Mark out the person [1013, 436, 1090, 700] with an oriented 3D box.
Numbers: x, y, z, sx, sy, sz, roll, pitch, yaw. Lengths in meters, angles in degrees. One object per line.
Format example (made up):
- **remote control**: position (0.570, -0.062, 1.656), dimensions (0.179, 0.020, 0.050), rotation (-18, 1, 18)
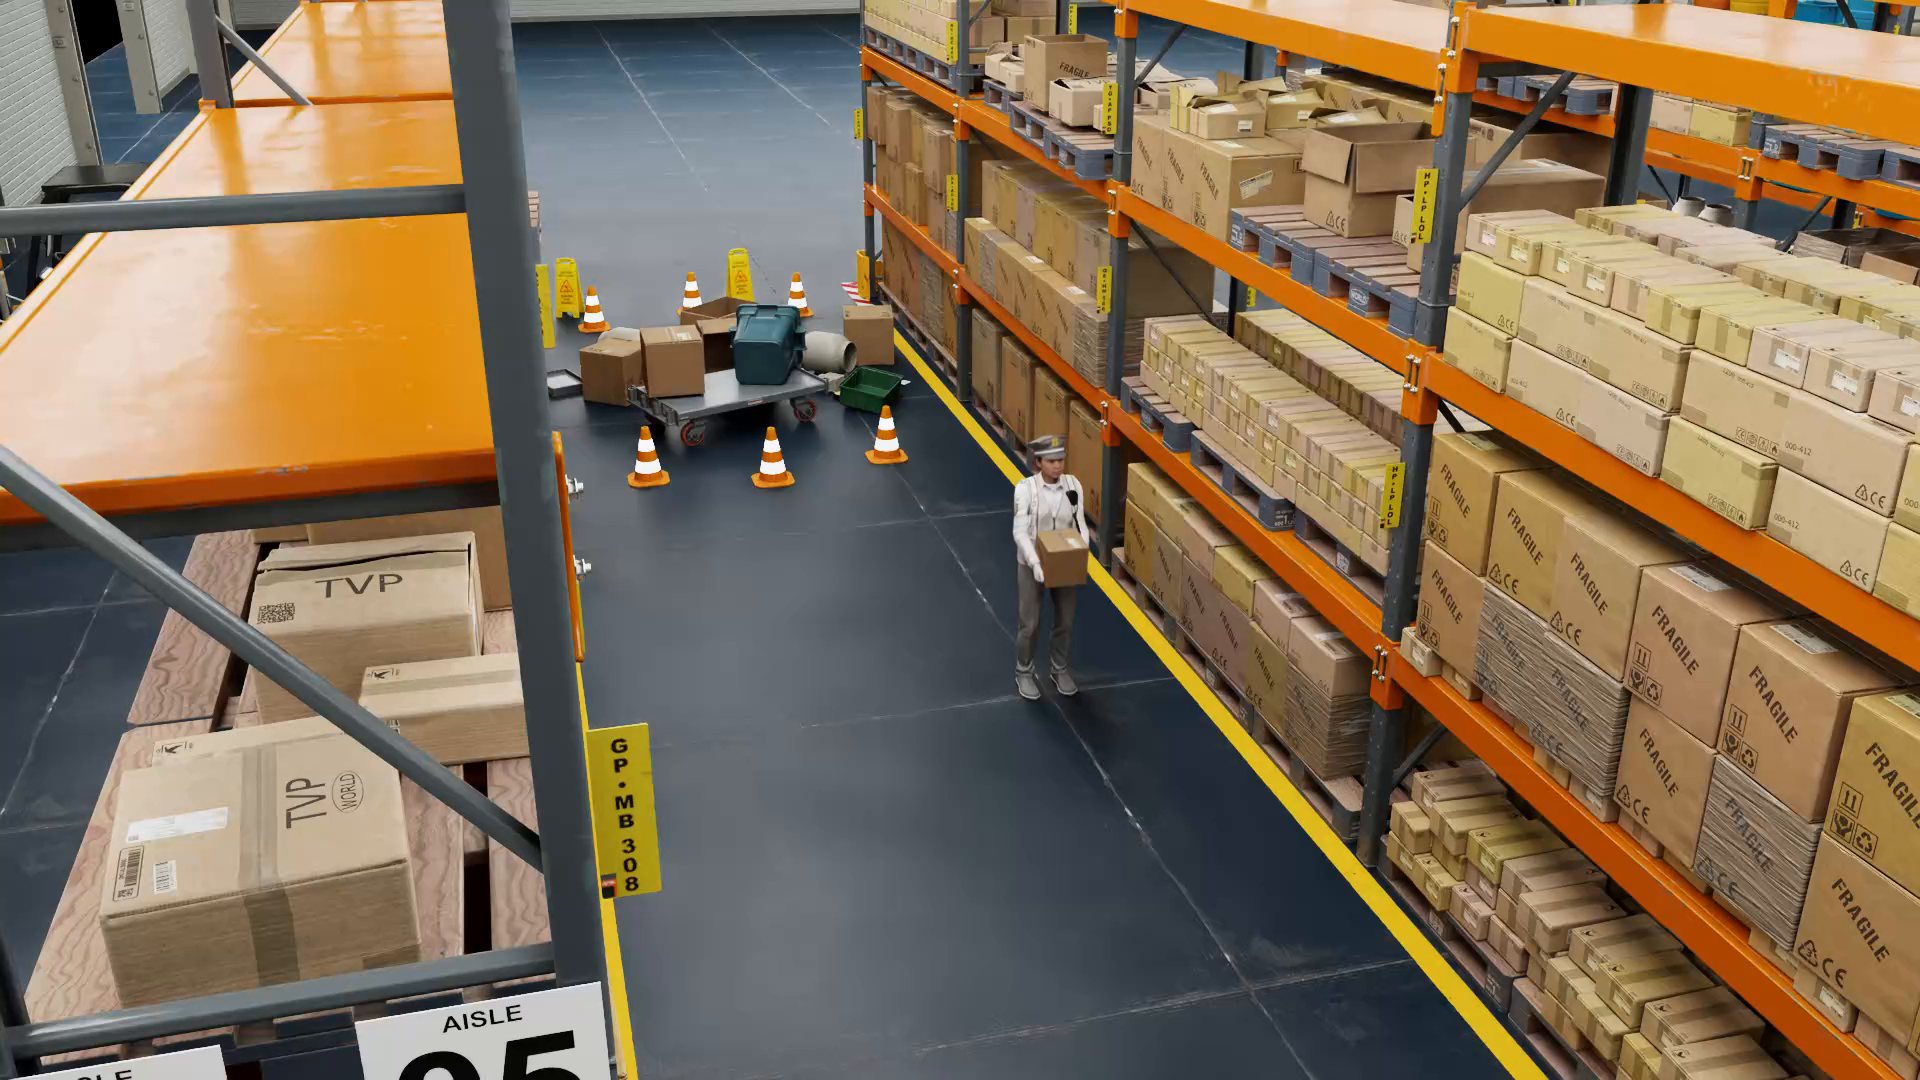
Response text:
- **person**: position (0.552, 0.182, 10.141), dimensions (0.459, 1.688, 0.543), rotation (-6, 24, -13)
